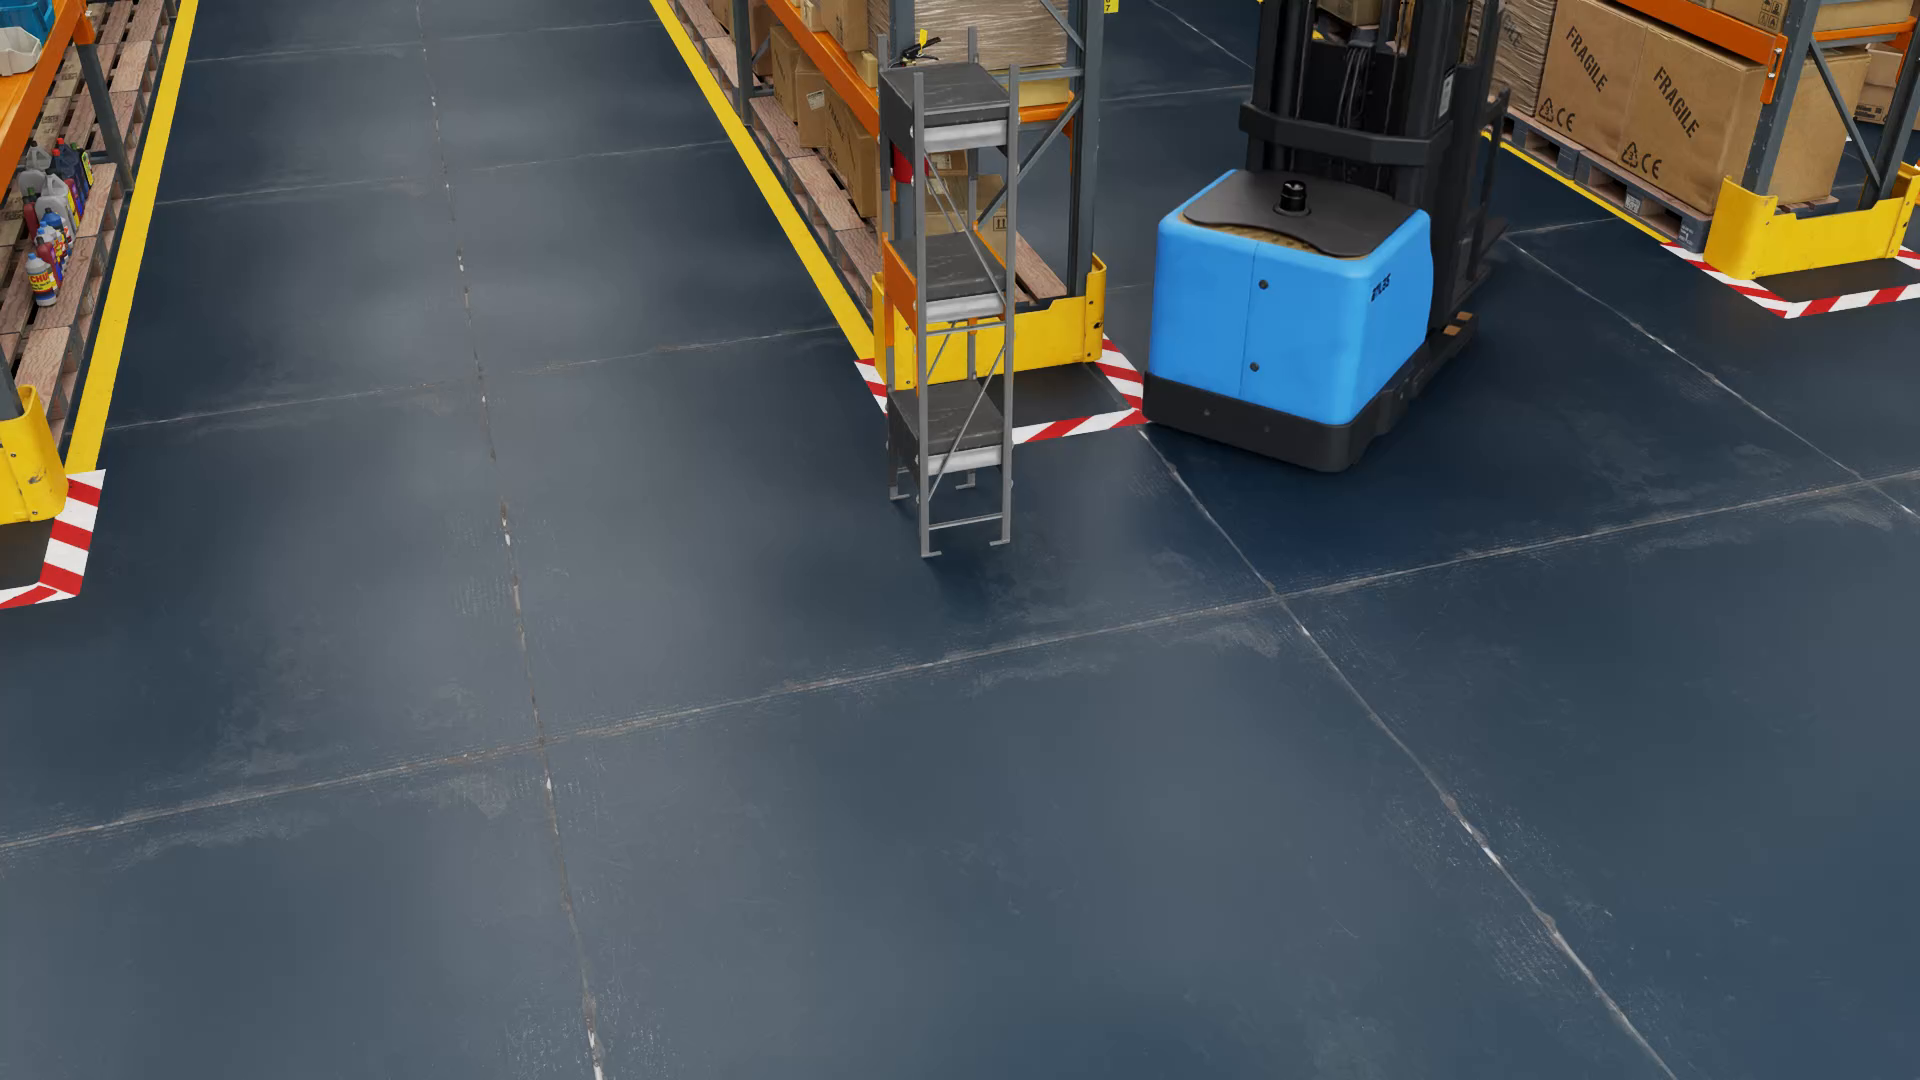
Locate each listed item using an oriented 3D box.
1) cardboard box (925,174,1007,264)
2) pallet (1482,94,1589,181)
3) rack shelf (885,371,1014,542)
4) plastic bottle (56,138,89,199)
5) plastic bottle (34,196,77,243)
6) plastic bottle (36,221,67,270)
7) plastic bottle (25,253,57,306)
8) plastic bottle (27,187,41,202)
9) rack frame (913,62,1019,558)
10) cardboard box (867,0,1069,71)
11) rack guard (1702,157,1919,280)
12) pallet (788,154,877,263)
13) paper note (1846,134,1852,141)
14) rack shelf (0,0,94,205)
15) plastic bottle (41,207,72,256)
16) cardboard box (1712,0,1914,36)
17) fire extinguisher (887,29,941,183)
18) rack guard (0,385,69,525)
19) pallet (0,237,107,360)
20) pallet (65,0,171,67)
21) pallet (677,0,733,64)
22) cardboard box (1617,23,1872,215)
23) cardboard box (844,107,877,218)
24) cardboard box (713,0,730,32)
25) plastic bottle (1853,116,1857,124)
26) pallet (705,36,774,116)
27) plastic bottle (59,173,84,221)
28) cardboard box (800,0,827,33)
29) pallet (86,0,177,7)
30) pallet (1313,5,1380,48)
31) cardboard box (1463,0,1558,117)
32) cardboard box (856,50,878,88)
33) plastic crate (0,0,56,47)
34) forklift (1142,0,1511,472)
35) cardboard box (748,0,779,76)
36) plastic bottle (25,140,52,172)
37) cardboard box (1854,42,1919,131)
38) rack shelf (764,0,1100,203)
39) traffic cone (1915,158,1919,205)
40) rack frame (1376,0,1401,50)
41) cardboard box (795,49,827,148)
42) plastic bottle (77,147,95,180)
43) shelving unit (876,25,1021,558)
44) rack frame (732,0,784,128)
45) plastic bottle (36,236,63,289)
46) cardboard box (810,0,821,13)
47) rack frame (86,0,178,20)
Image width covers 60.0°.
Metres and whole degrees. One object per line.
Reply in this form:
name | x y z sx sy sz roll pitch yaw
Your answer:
cardboard box | -0.001 -1.610 8.852 0.500 0.500 0.500 -4 34 -6
pallet | 4.241 -2.810 11.312 1.003 0.211 1.213 -10 35 -15
rack shelf | -0.050 -0.368 7.196 0.431 0.518 0.480 -10 35 -15
plastic bottle | -5.292 -2.203 9.866 0.144 0.351 0.185 -11 35 -16
plastic bottle | -5.090 -1.815 9.348 0.152 0.276 0.135 -9 35 -14
plastic bottle | -4.935 -1.596 9.020 0.097 0.271 0.097 0 33 0
plastic bottle | -4.799 -1.363 8.668 0.097 0.271 0.097 0 33 0
plastic bottle | -5.225 -1.874 9.429 0.061 0.283 0.133 -10 35 -15
rack frame | 0.024 -0.835 6.609 0.400 2.100 0.015 -10 35 -15
cardboard box | 0.032 -2.606 8.112 0.875 0.500 0.500 -10 35 -15
rack guard | 4.936 -1.872 9.630 1.175 0.500 0.348 -10 35 -15
pallet | -0.432 -2.095 10.229 1.003 0.211 1.213 -10 35 -15
paper note | 6.079 -2.775 11.424 0.144 0.017 0.142 1 33 2
rack shelf | -5.153 -2.064 8.305 1.077 0.370 4.000 -10 35 -15
plastic bottle | -4.996 -1.702 9.181 0.097 0.271 0.097 0 33 0
cardboard box | 4.772 -3.178 9.202 0.875 0.550 0.550 -10 35 -15
fire extinguisher | -0.230 -1.977 7.591 0.296 0.674 0.183 -10 35 -15
rack guard | -4.611 -0.303 7.255 1.175 0.500 0.348 -10 35 -15
pallet | -5.222 -1.249 8.949 1.003 0.211 1.213 -10 35 -15
pallet | -6.784 -3.937 13.017 1.003 0.211 1.213 -10 35 -15
pallet | -1.661 -4.134 13.314 1.003 0.211 1.213 -10 35 -15
cardboard box | 4.658 -2.561 9.952 0.875 0.875 0.875 -10 35 -14
cardboard box | -0.389 -2.250 9.820 0.500 0.500 0.500 -7 34 -10
cardboard box | -1.512 -4.261 12.845 0.700 0.500 0.500 -13 36 -19
plastic bottle | 6.142 -2.978 11.701 0.133 0.061 0.283 -23 40 -31
pallet | -1.285 -3.492 12.343 1.003 0.211 1.213 -10 35 -15
plastic bottle | -5.144 -1.995 9.614 0.061 0.283 0.133 -8 34 -12
cardboard box | -0.667 -2.927 9.186 0.380 0.149 0.250 -10 35 -15
pallet | -7.264 -4.758 14.258 1.003 0.211 1.213 -10 35 -15
pallet | 3.401 -4.257 13.501 1.003 0.211 1.213 -10 35 -15
cardboard box | 4.112 -3.502 11.375 0.875 0.875 0.875 -10 35 -14
cardboard box | -0.311 -2.411 8.405 0.380 0.149 0.250 -10 35 -15
plastic crate | -5.167 -2.817 8.926 0.499 0.251 0.616 -10 35 -15
forklift | 2.099 -2.307 8.082 1.130 2.935 3.031 19 38 27
cardboard box | -1.213 -3.714 12.017 0.700 0.500 0.500 -13 36 -18
plastic bottle | -5.430 -2.178 9.830 0.144 0.351 0.185 -10 35 -15
cardboard box | 6.665 -3.268 11.739 0.637 0.503 0.797 19 38 26
rack shelf | -0.436 -2.897 9.565 1.077 0.370 4.000 -10 35 -15
traffic cone | 6.119 -2.387 10.443 0.336 0.463 0.334 -10 35 -15
rack frame | 3.708 -5.028 12.138 1.000 3.000 0.127 -10 35 -15
cardboard box | -0.781 -2.863 10.748 0.500 0.500 0.500 0 33 1
plastic bottle | -5.356 -2.292 10.137 0.097 0.201 0.097 0 33 0
shelving unit | -0.050 -0.963 6.803 0.431 2.100 0.503 -10 35 -15
rack frame | -1.046 -4.247 10.956 1.000 3.000 0.127 -10 35 -15
plastic bottle | -4.851 -1.490 8.849 0.061 0.283 0.133 -9 35 -14
cardboard box | -0.346 -3.118 8.887 0.875 0.500 0.500 -10 35 -15
rack frame | -6.983 -5.514 12.874 1.000 3.000 0.127 -10 35 -15
